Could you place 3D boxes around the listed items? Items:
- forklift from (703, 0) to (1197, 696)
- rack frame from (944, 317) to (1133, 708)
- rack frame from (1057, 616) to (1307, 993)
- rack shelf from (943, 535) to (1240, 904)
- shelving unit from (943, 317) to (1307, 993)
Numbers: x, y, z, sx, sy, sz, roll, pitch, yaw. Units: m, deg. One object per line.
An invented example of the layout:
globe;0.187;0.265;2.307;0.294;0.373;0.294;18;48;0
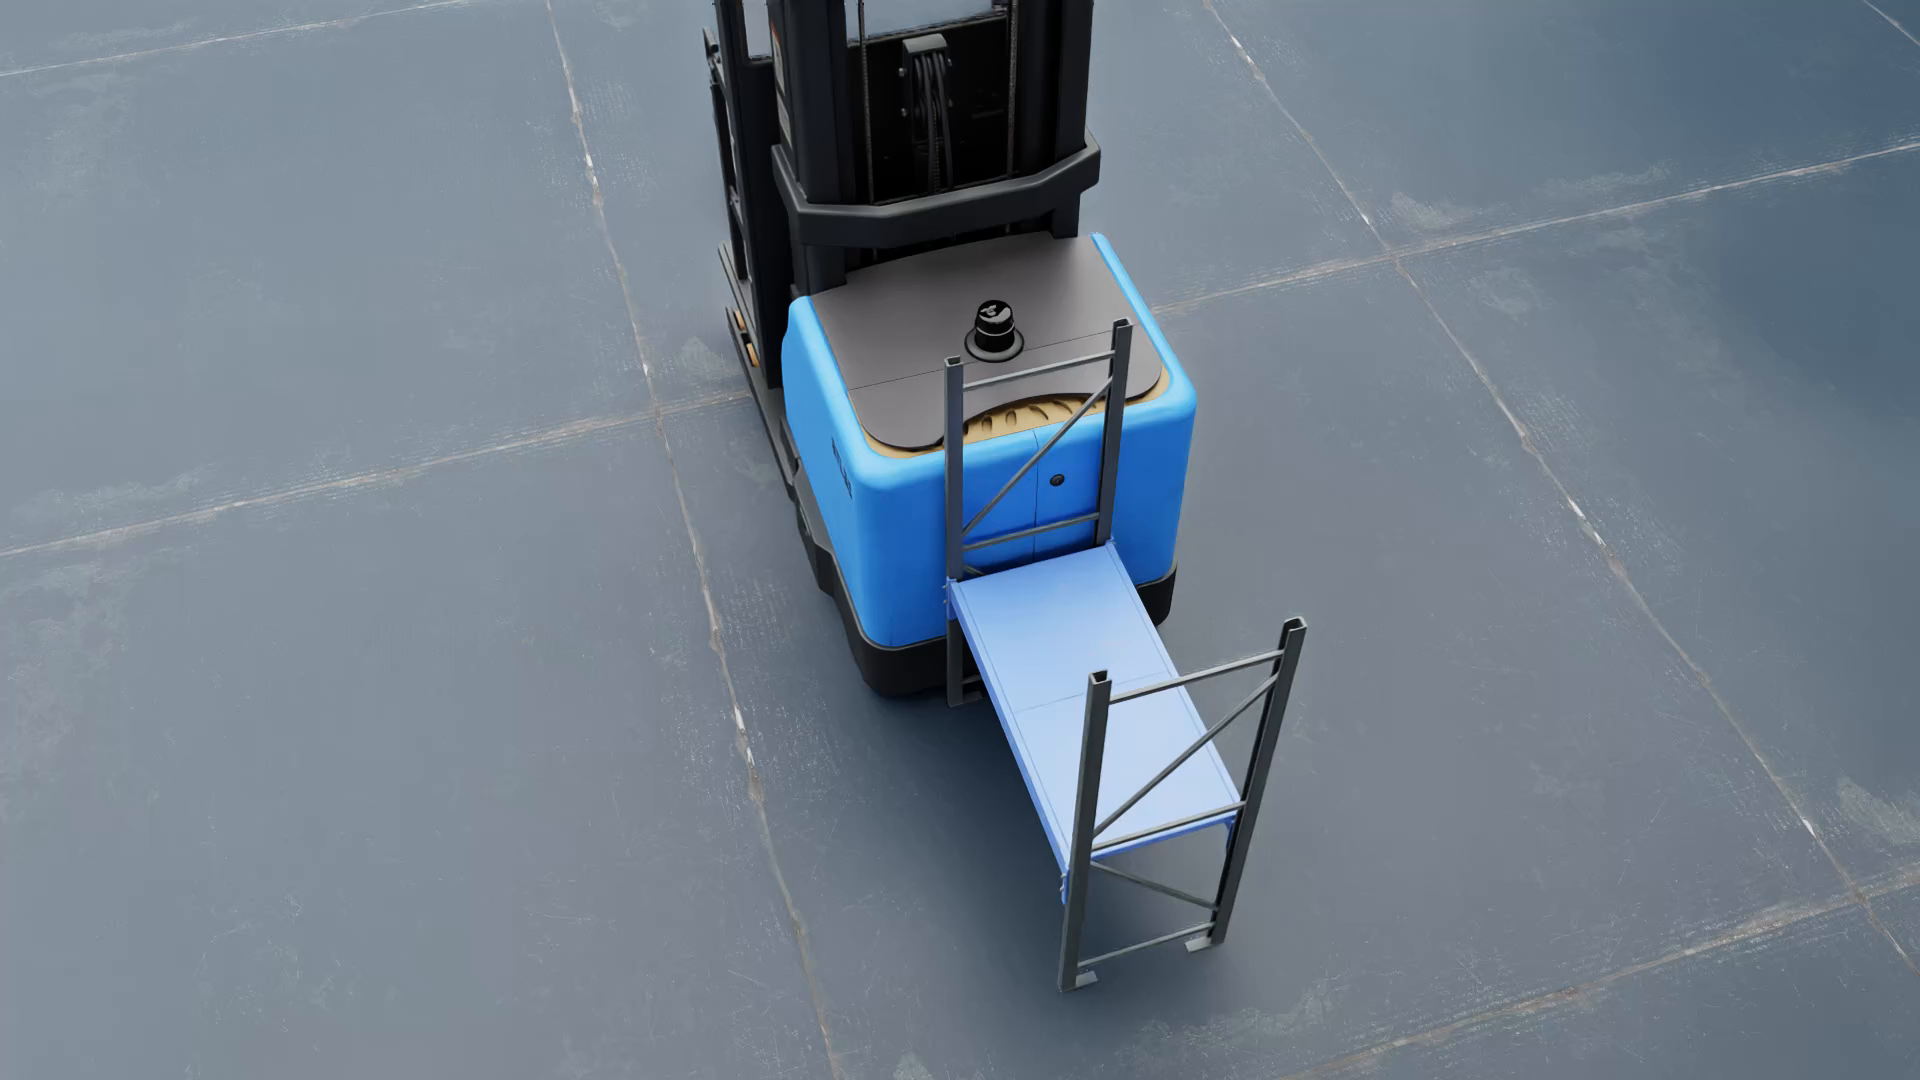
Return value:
forklift;-0.248;-1.611;5.191;1.130;2.935;3.031;-14;51;-12
rack frame;0.201;-0.019;4.785;0.500;1.500;0.032;-14;51;-12
rack frame;0.517;0.720;4.162;0.500;1.500;0.032;-14;51;-12
rack shelf;0.359;0.467;4.611;0.538;0.185;1.000;-14;51;-12
shelving unit;0.359;0.351;4.474;0.538;1.500;1.048;-14;51;-12
